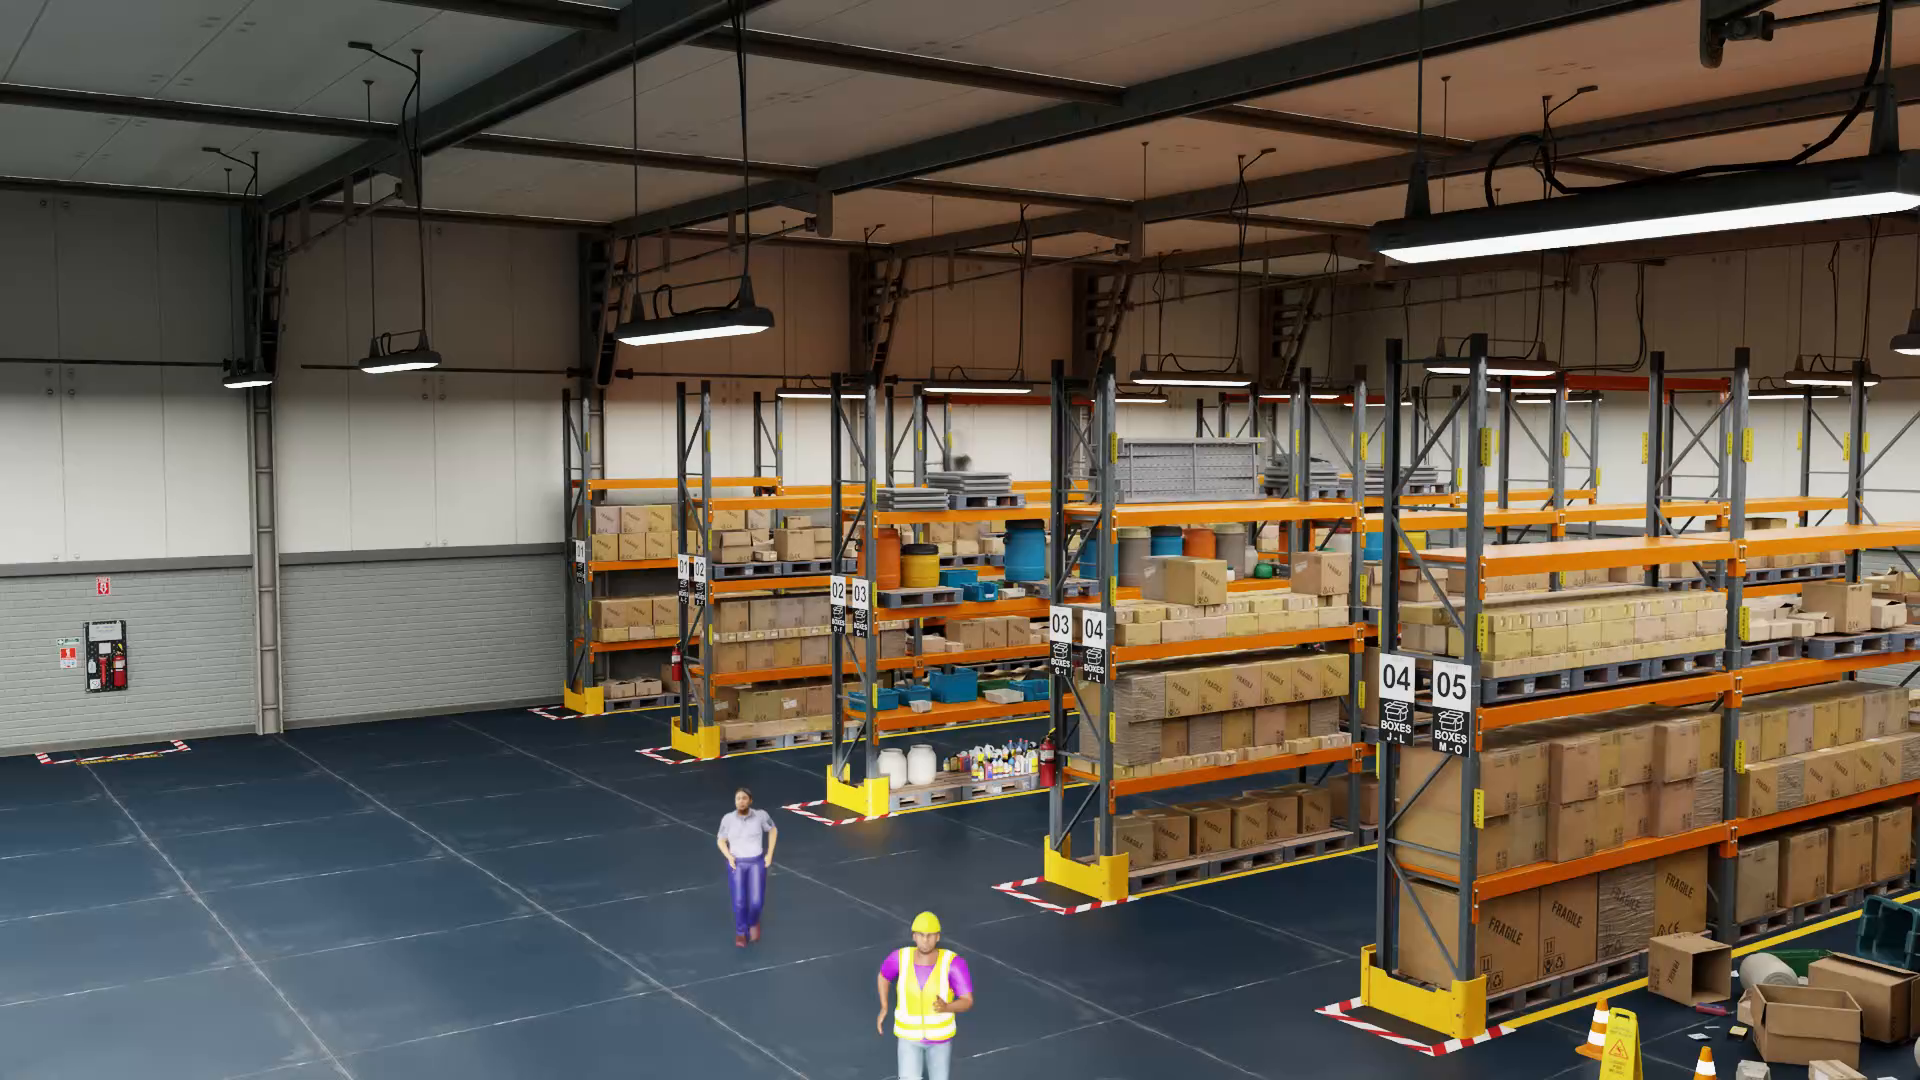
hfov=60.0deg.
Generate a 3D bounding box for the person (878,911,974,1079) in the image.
[{"bbox_3d":[-0.245,3.518,11.720,0.677,1.821,0.820,0,4,-1],"label":"person"}]

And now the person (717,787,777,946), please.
[{"bbox_3d":[-2.141,3.289,16.691,0.591,1.611,0.544,0,4,-2],"label":"person"}]

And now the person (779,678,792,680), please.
[{"bbox_3d":[-3.110,2.437,29.681,0.539,1.639,0.592,-3,5,-39],"label":"person"}]
